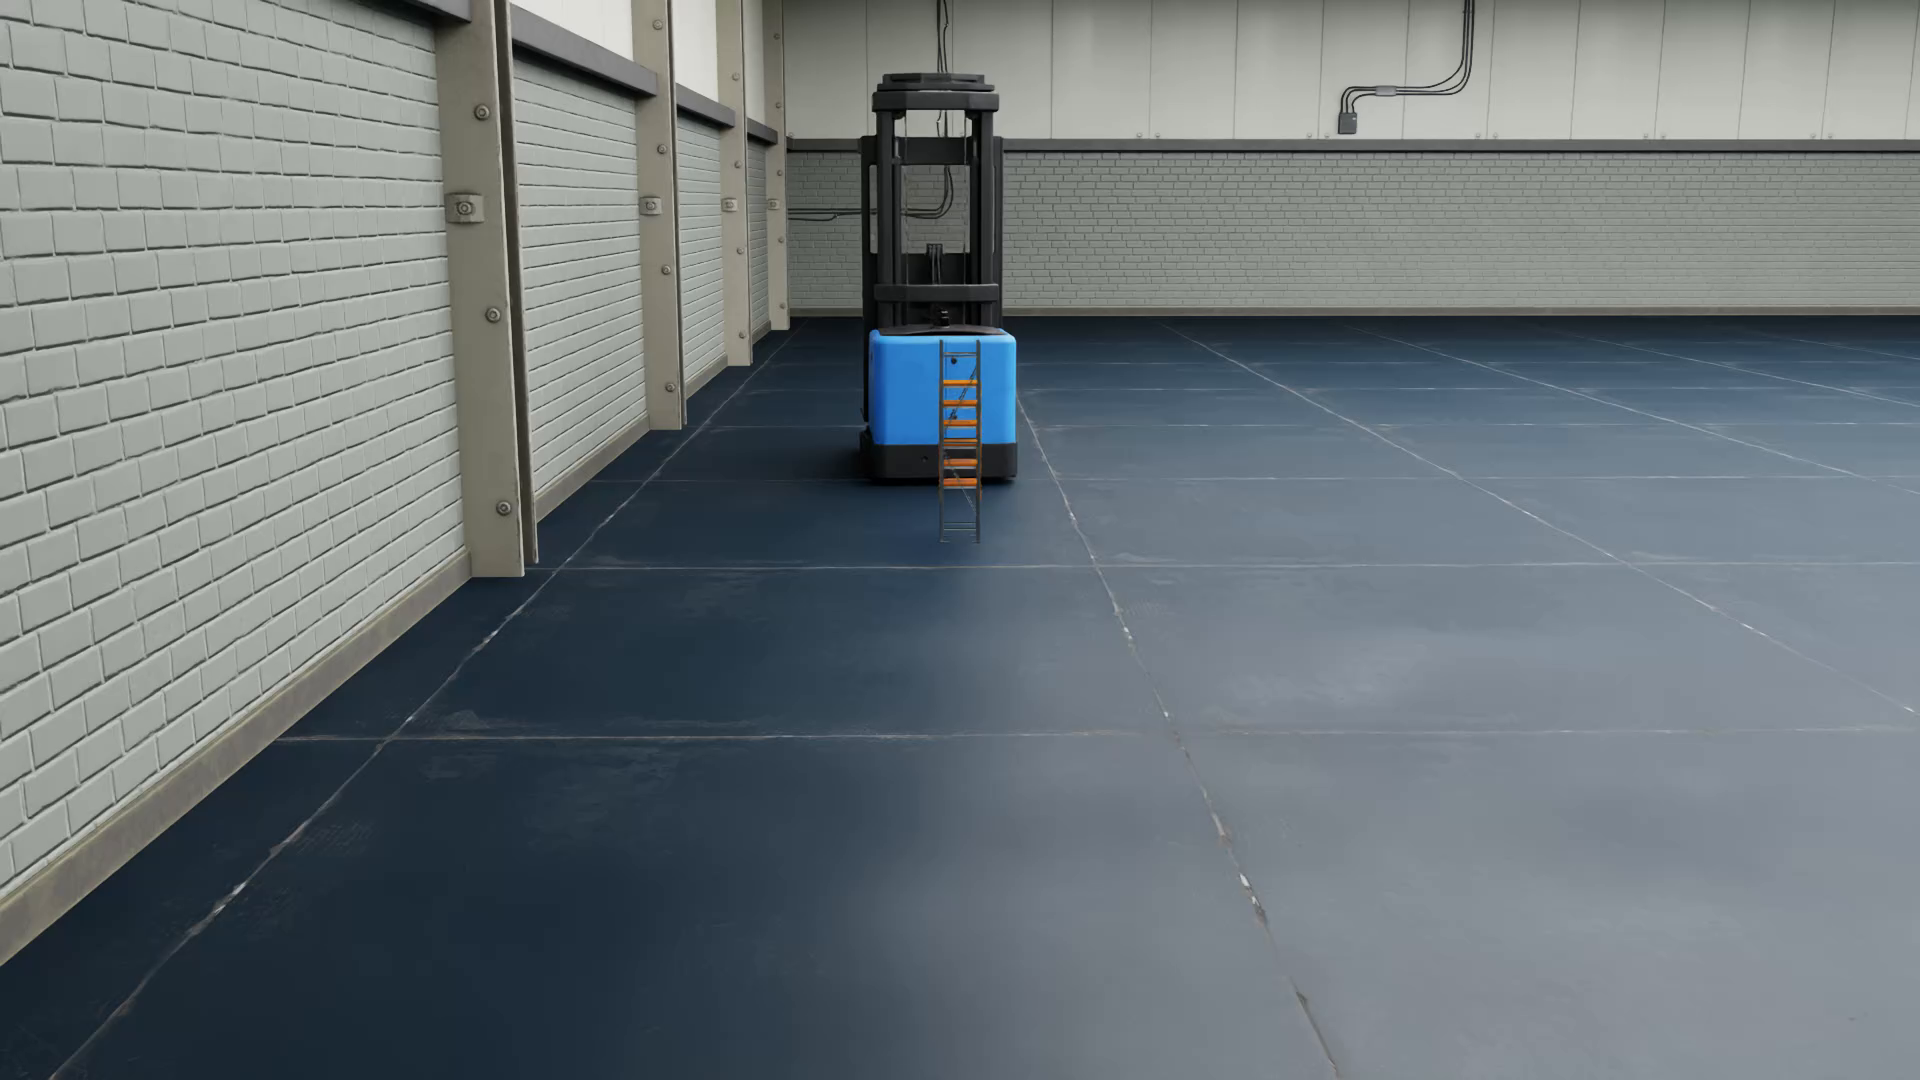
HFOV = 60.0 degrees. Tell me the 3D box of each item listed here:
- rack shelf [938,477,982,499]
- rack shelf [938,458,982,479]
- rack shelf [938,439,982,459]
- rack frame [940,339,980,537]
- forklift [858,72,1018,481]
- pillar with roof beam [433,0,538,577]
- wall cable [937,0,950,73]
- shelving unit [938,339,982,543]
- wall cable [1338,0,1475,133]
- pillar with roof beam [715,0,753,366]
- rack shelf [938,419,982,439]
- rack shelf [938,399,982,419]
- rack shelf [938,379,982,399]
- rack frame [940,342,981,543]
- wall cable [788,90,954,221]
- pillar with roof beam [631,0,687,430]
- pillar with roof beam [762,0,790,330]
[{"bbox_3d":[0.000,-0.312,10.011,0.258,0.103,0.180,0,11,-1],"label":"rack shelf"},{"bbox_3d":[0.000,-0.430,9.987,0.258,0.103,0.180,0,11,-1],"label":"rack shelf"},{"bbox_3d":[0.000,-0.547,9.963,0.258,0.103,0.180,0,11,-1],"label":"rack shelf"},{"bbox_3d":[-0.002,-0.609,10.044,0.240,1.200,0.006,0,11,-1],"label":"rack frame"},{"bbox_3d":[-0.237,-2.114,13.105,1.130,2.935,3.031,-1,12,-5],"label":"forklift"},{"bbox_3d":[1.757,-4.266,8.453,9.100,9.000,0.400,0,11,-1],"label":"pillar with roof beam"},{"bbox_3d":[1.047,-9.382,28.777,3.097,2.526,0.112,0,11,-1],"label":"wall cable"},{"bbox_3d":[0.000,-0.591,9.954,0.258,1.200,0.189,0,11,-1],"label":"shelving unit"},{"bbox_3d":[7.834,-10.120,28.755,2.305,6.003,0.169,0,11,-1],"label":"wall cable"},{"bbox_3d":[1.509,-6.651,20.211,9.100,9.000,0.400,0,11,-1],"label":"pillar with roof beam"},{"bbox_3d":[0.000,-0.665,9.939,0.258,0.103,0.180,0,11,-1],"label":"rack shelf"},{"bbox_3d":[0.000,-0.783,9.915,0.258,0.103,0.180,0,11,-1],"label":"rack shelf"},{"bbox_3d":[0.000,-0.900,9.891,0.258,0.103,0.180,0,11,-1],"label":"rack shelf"},{"bbox_3d":[0.002,-0.573,9.864,0.240,1.200,0.006,0,11,-1],"label":"rack frame"},{"bbox_3d":[-1.658,-6.895,29.225,3.097,2.526,0.112,0,11,-1],"label":"wall cable"},{"bbox_3d":[1.633,-5.459,14.332,9.100,9.000,0.400,0,11,-1],"label":"pillar with roof beam"},{"bbox_3d":[1.385,-7.844,26.090,9.100,9.000,0.400,0,11,-1],"label":"pillar with roof beam"}]
